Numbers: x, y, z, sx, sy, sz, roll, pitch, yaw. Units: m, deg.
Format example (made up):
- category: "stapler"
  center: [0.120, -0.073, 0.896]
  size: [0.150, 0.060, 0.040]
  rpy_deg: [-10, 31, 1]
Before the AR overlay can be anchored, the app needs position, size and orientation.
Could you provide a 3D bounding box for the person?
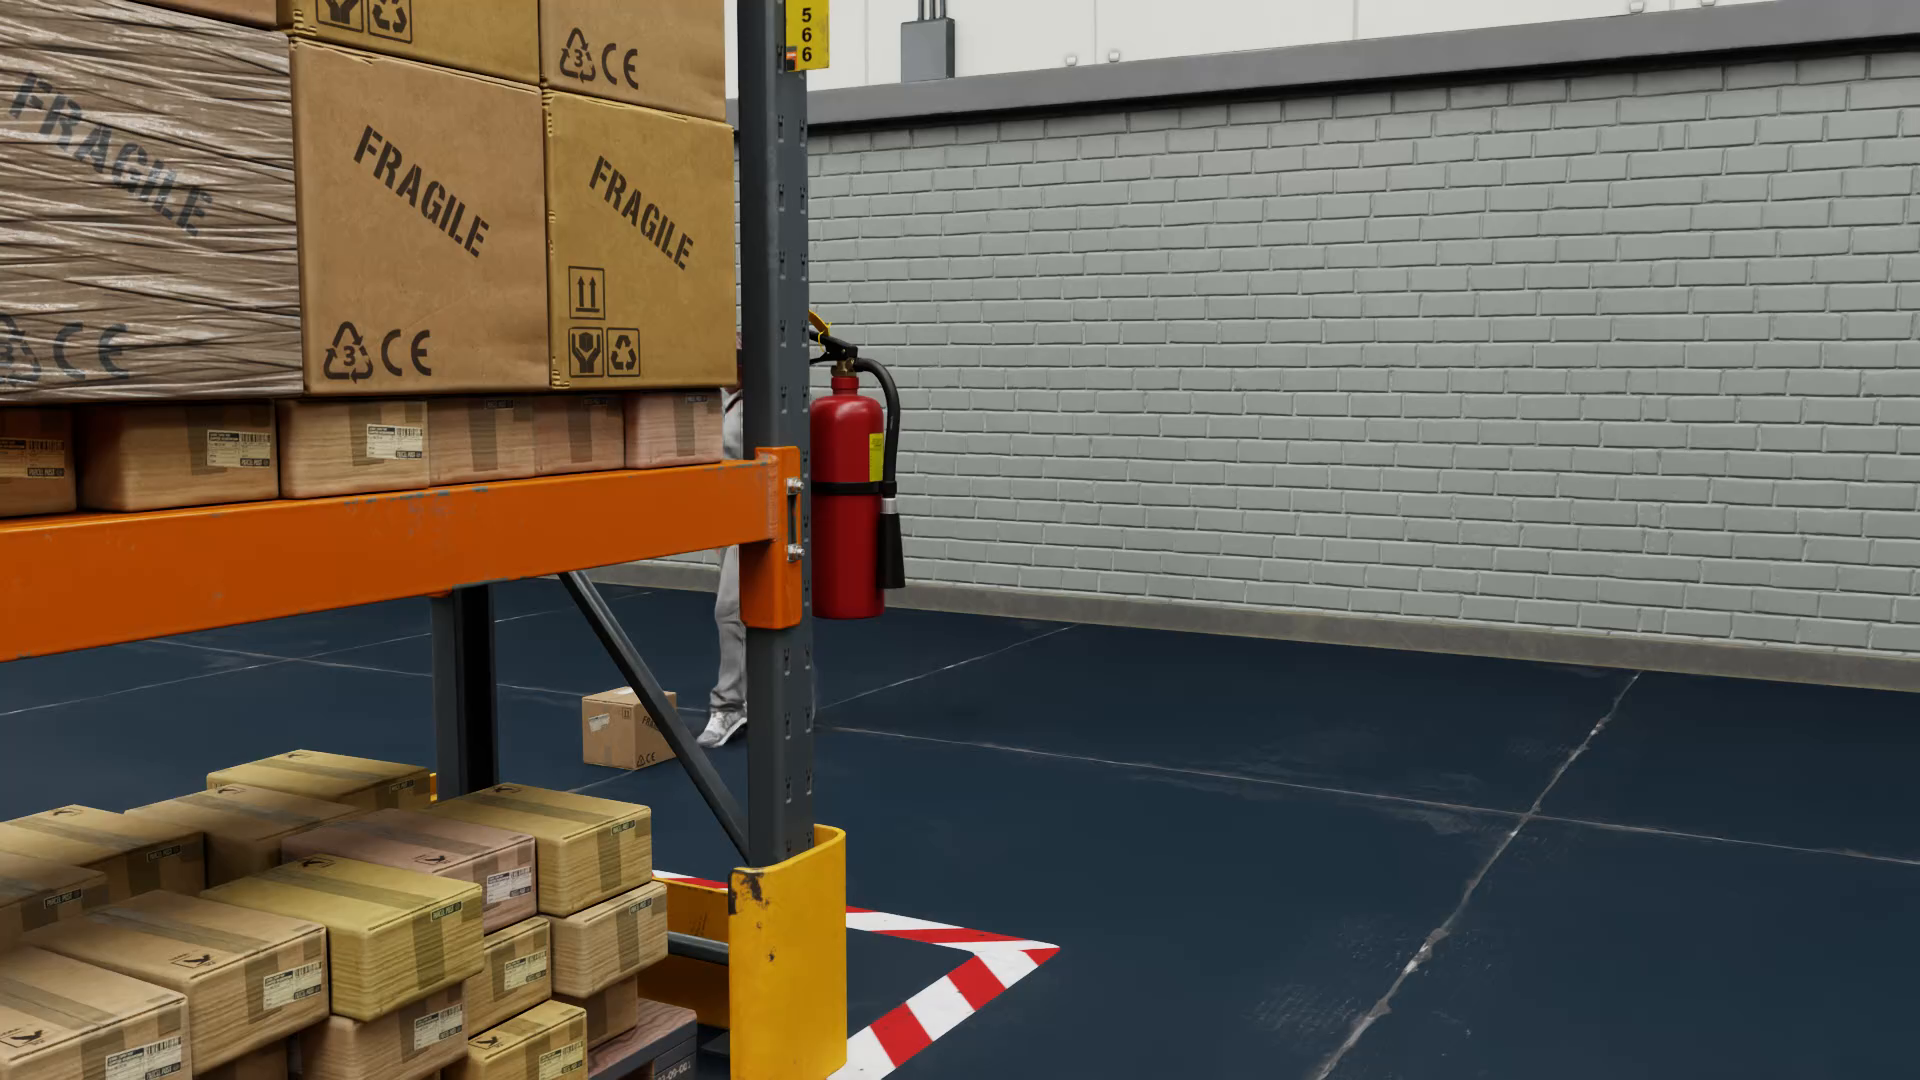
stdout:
- category: "person"
  center: [-0.909, -0.015, 6.685]
  size: [0.482, 1.631, 0.461]
  rpy_deg: [-3, 7, -27]
